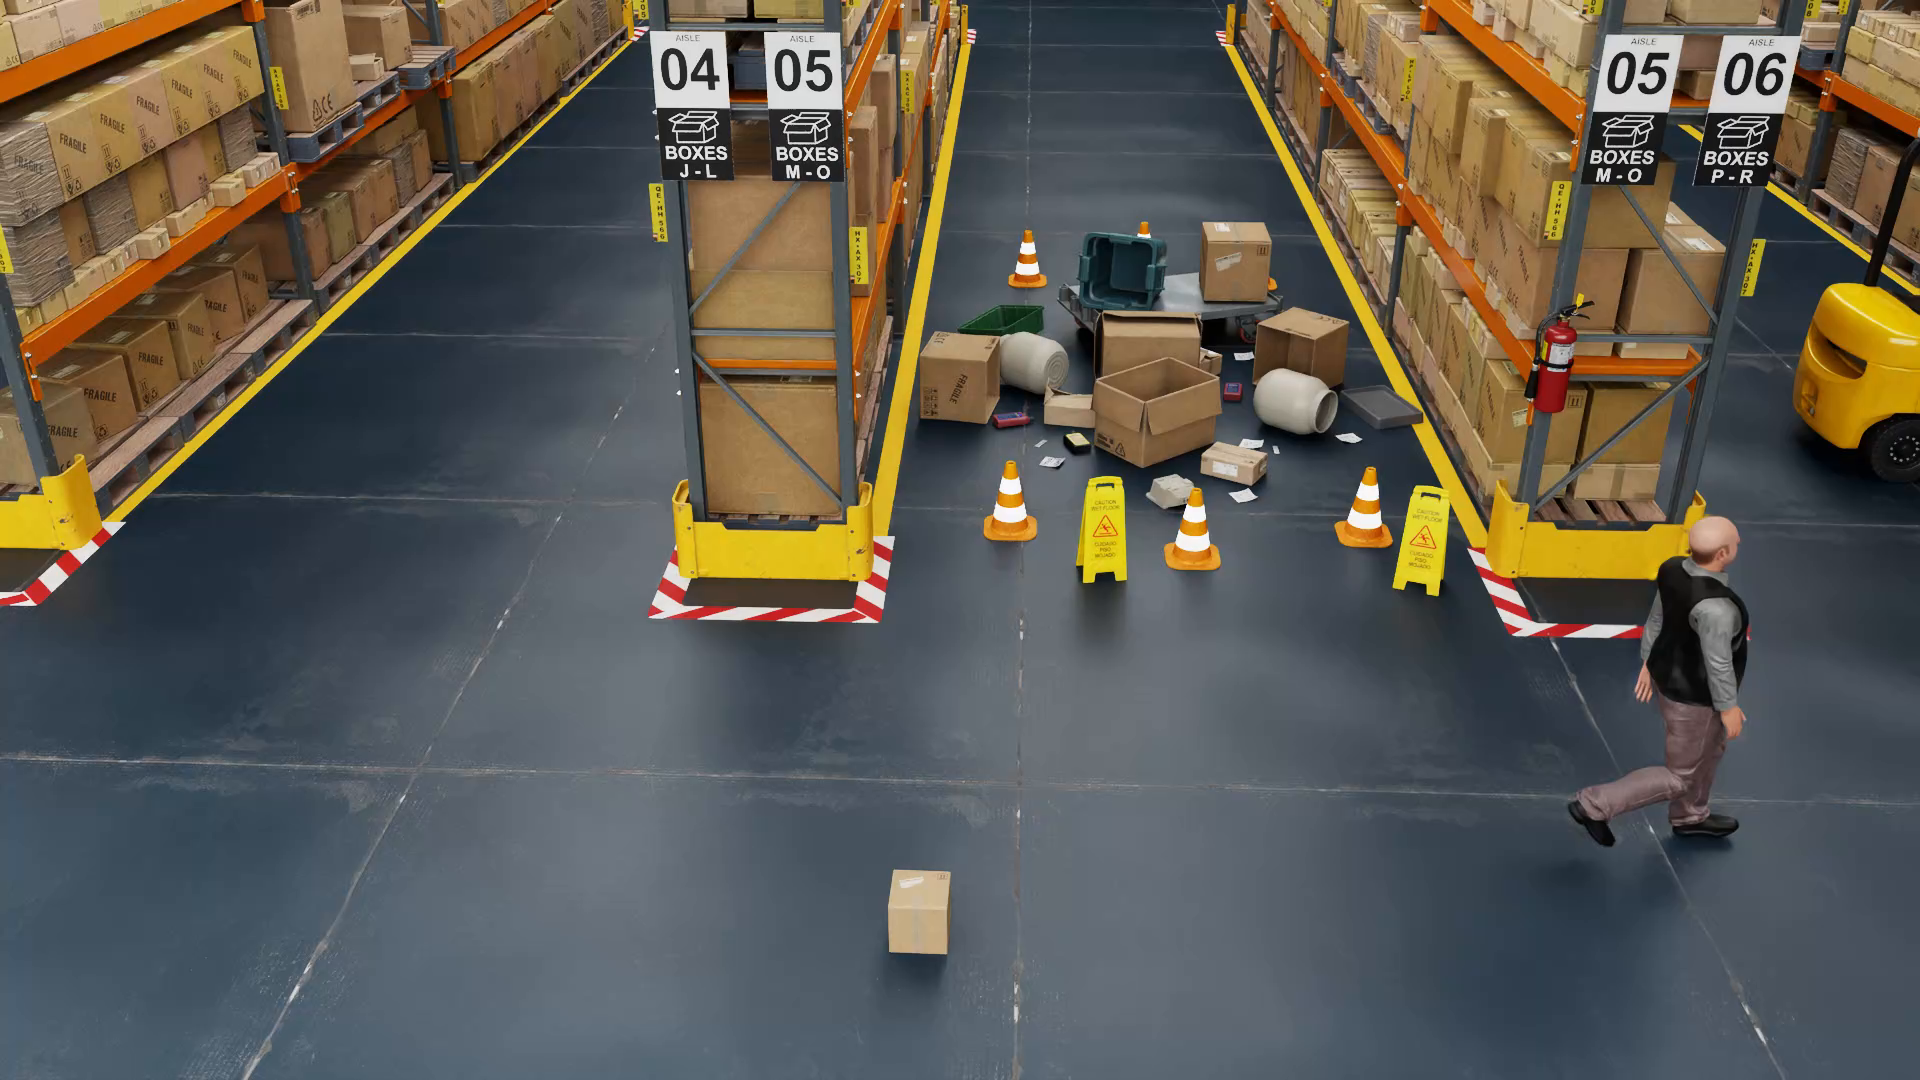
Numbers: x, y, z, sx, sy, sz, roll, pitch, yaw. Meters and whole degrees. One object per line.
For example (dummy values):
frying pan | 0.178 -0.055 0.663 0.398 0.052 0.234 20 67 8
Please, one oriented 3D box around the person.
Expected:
person | 3.218 0.657 7.395 0.869 1.691 0.524 2 28 3
